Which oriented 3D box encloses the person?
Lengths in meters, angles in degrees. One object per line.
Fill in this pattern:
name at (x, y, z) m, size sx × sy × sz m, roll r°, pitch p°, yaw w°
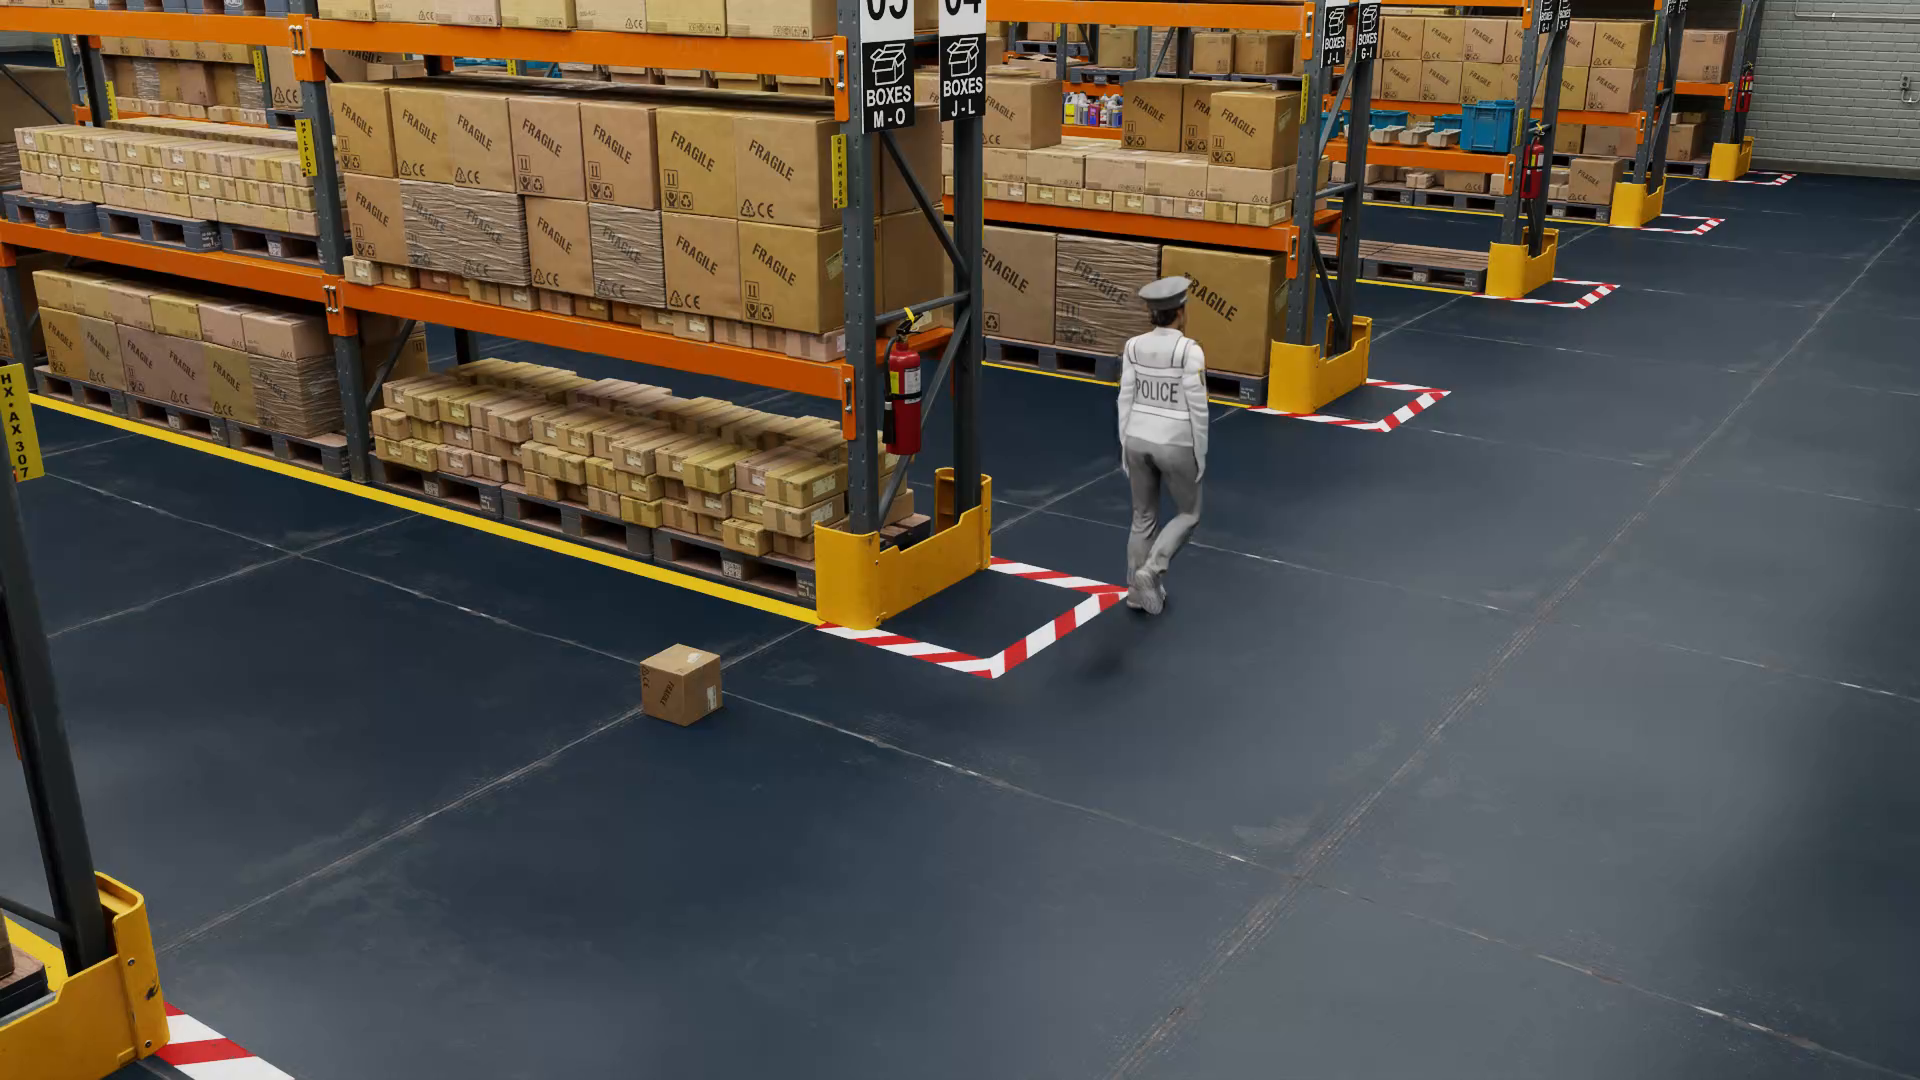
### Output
person at (0.956, -0.432, 8.170) m, size 0.505 × 1.668 × 0.531 m, roll 13°, pitch 24°, yaw 32°
